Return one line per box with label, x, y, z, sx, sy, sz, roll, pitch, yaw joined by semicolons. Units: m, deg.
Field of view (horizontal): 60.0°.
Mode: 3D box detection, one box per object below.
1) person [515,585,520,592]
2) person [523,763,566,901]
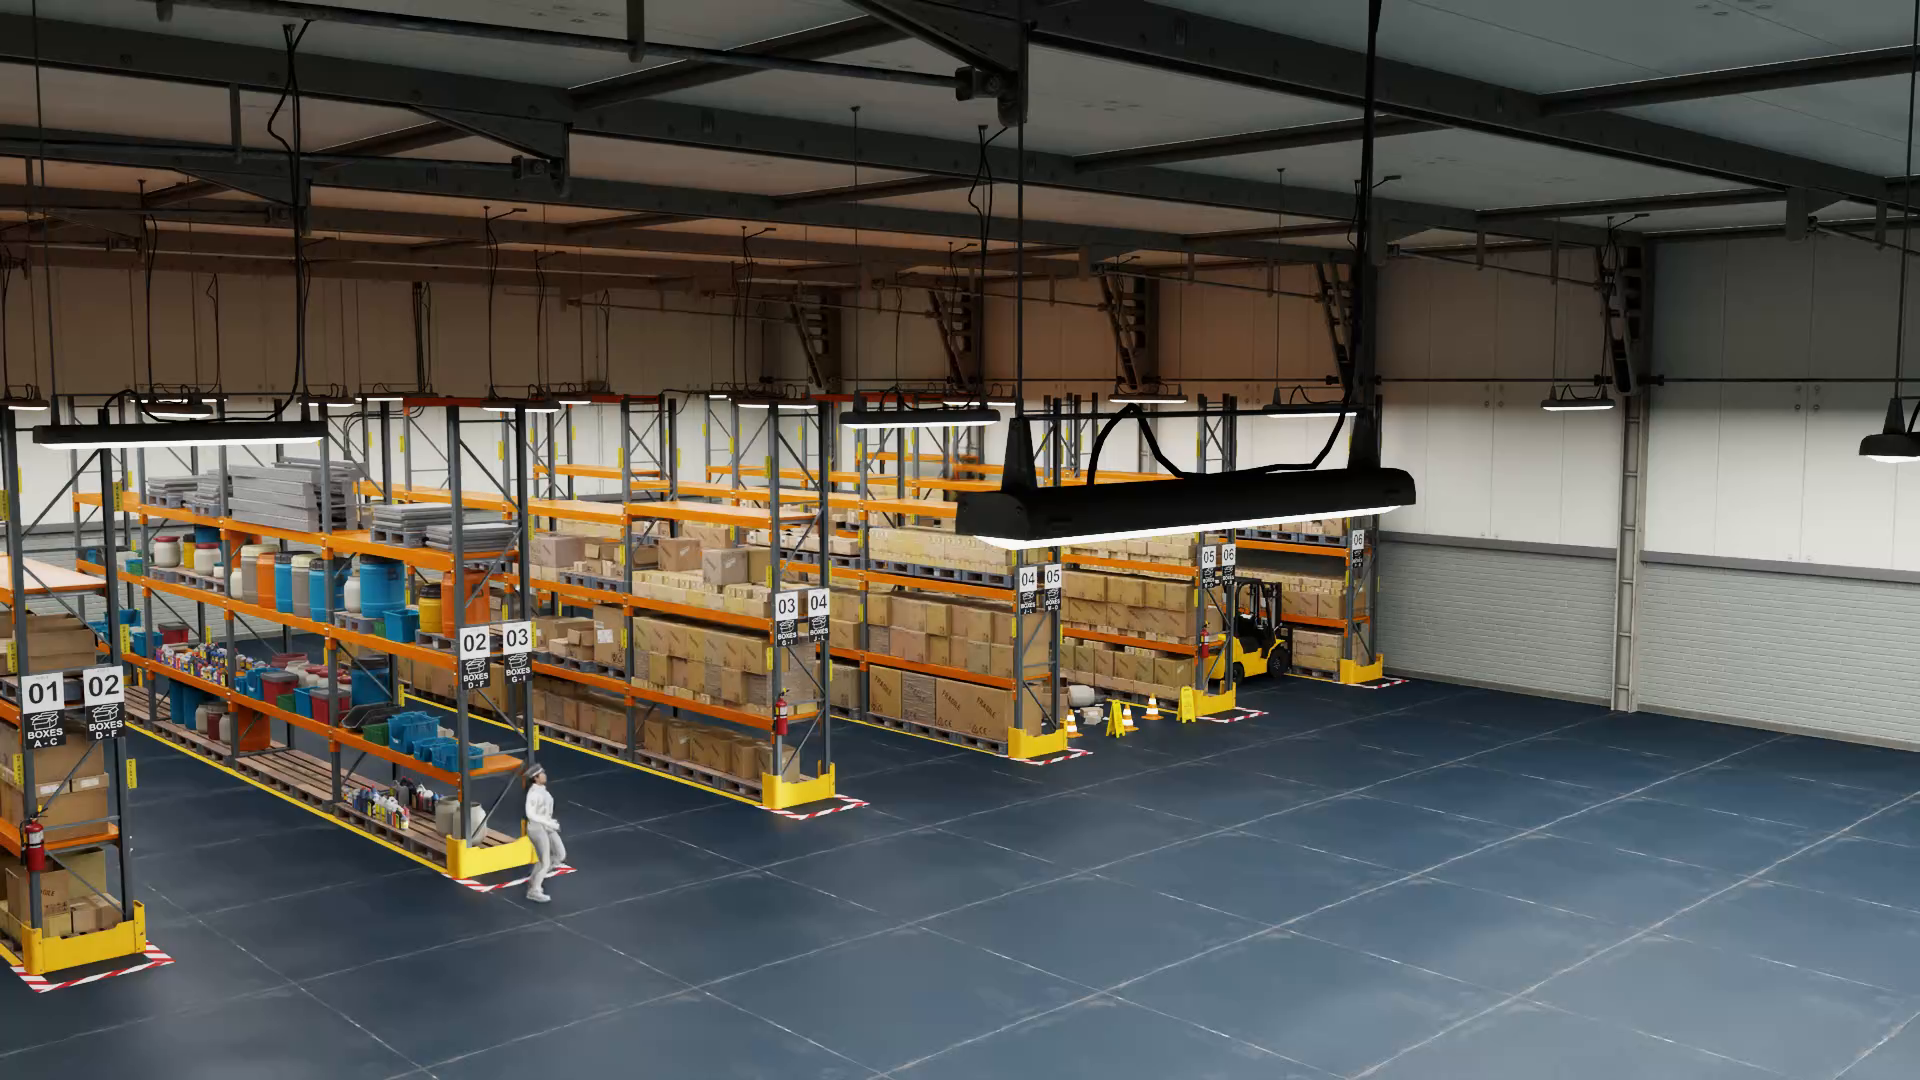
person;-10.632;1.630;40.279;0.620;1.670;0.659;3;6;30
person;-5.078;3.546;20.315;0.489;1.672;0.644;0;6;-1
